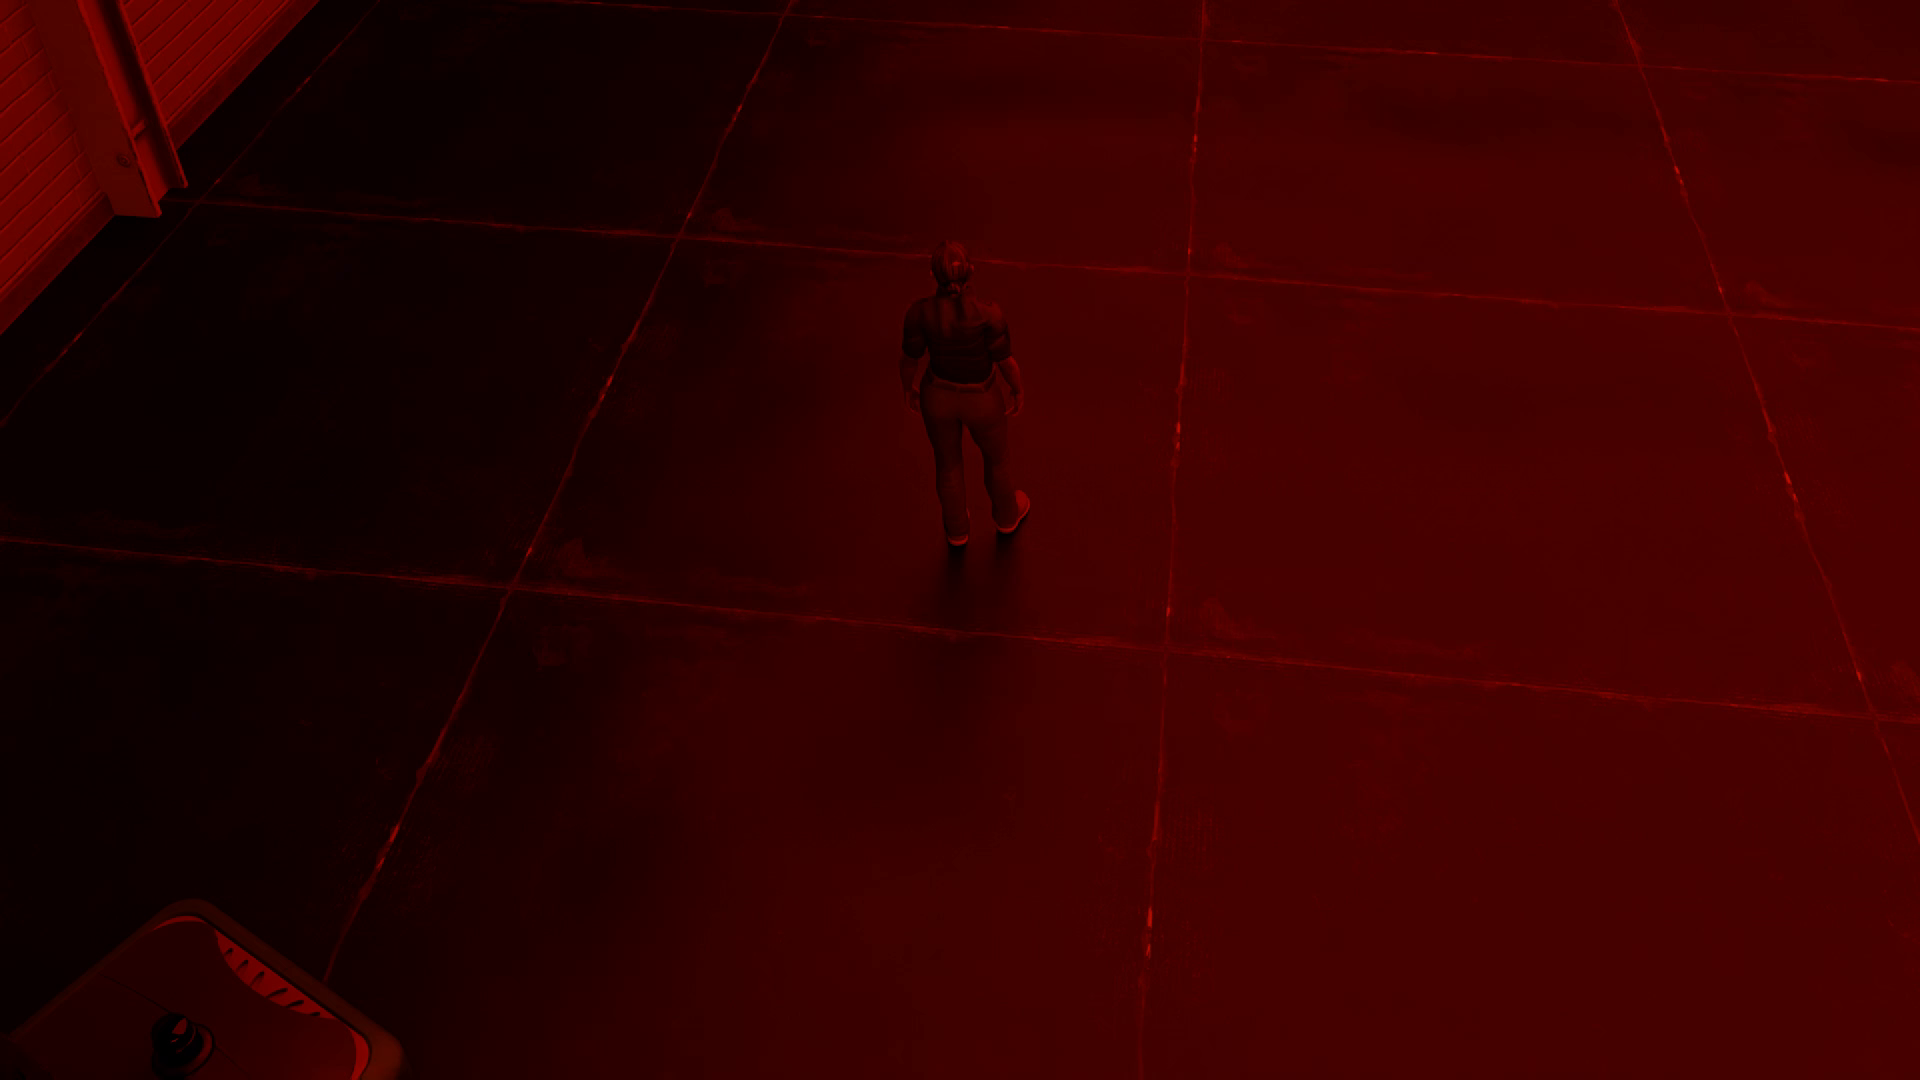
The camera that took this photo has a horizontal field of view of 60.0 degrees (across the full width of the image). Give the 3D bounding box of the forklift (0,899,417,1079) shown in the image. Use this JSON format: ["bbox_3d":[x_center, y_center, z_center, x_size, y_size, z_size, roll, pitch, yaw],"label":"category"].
[{"bbox_3d":[-2.813,1.803,3.762,1.130,2.935,3.031,24,48,24],"label":"forklift"}]

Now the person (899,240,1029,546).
[{"bbox_3d":[0.031,-0.672,7.388,0.569,1.656,0.503,5,43,6],"label":"person"}]
